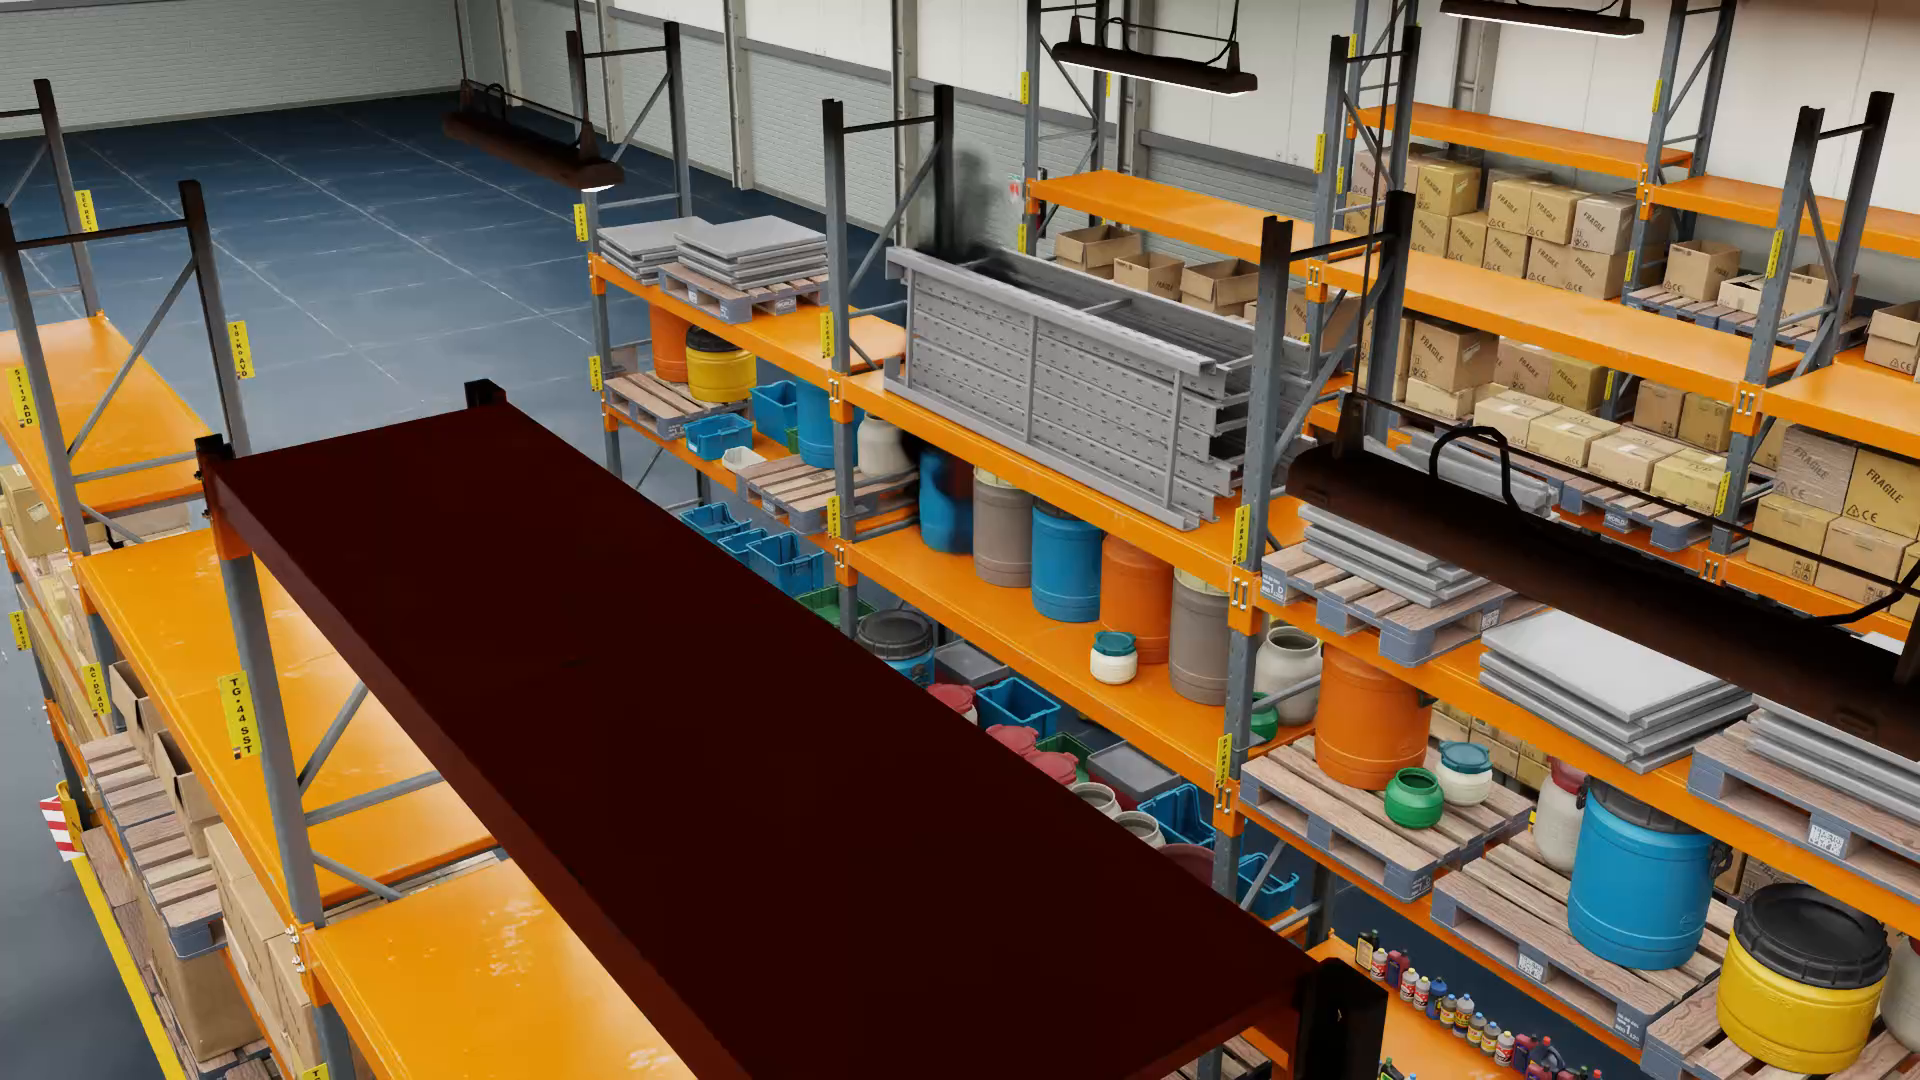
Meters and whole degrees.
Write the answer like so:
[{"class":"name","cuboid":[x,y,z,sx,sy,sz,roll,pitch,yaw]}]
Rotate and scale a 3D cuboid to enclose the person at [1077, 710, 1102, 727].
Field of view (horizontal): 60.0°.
[{"class":"person","cuboid":[1.405,0.968,14.819,0.870,1.741,0.715,20,32,37]}]
